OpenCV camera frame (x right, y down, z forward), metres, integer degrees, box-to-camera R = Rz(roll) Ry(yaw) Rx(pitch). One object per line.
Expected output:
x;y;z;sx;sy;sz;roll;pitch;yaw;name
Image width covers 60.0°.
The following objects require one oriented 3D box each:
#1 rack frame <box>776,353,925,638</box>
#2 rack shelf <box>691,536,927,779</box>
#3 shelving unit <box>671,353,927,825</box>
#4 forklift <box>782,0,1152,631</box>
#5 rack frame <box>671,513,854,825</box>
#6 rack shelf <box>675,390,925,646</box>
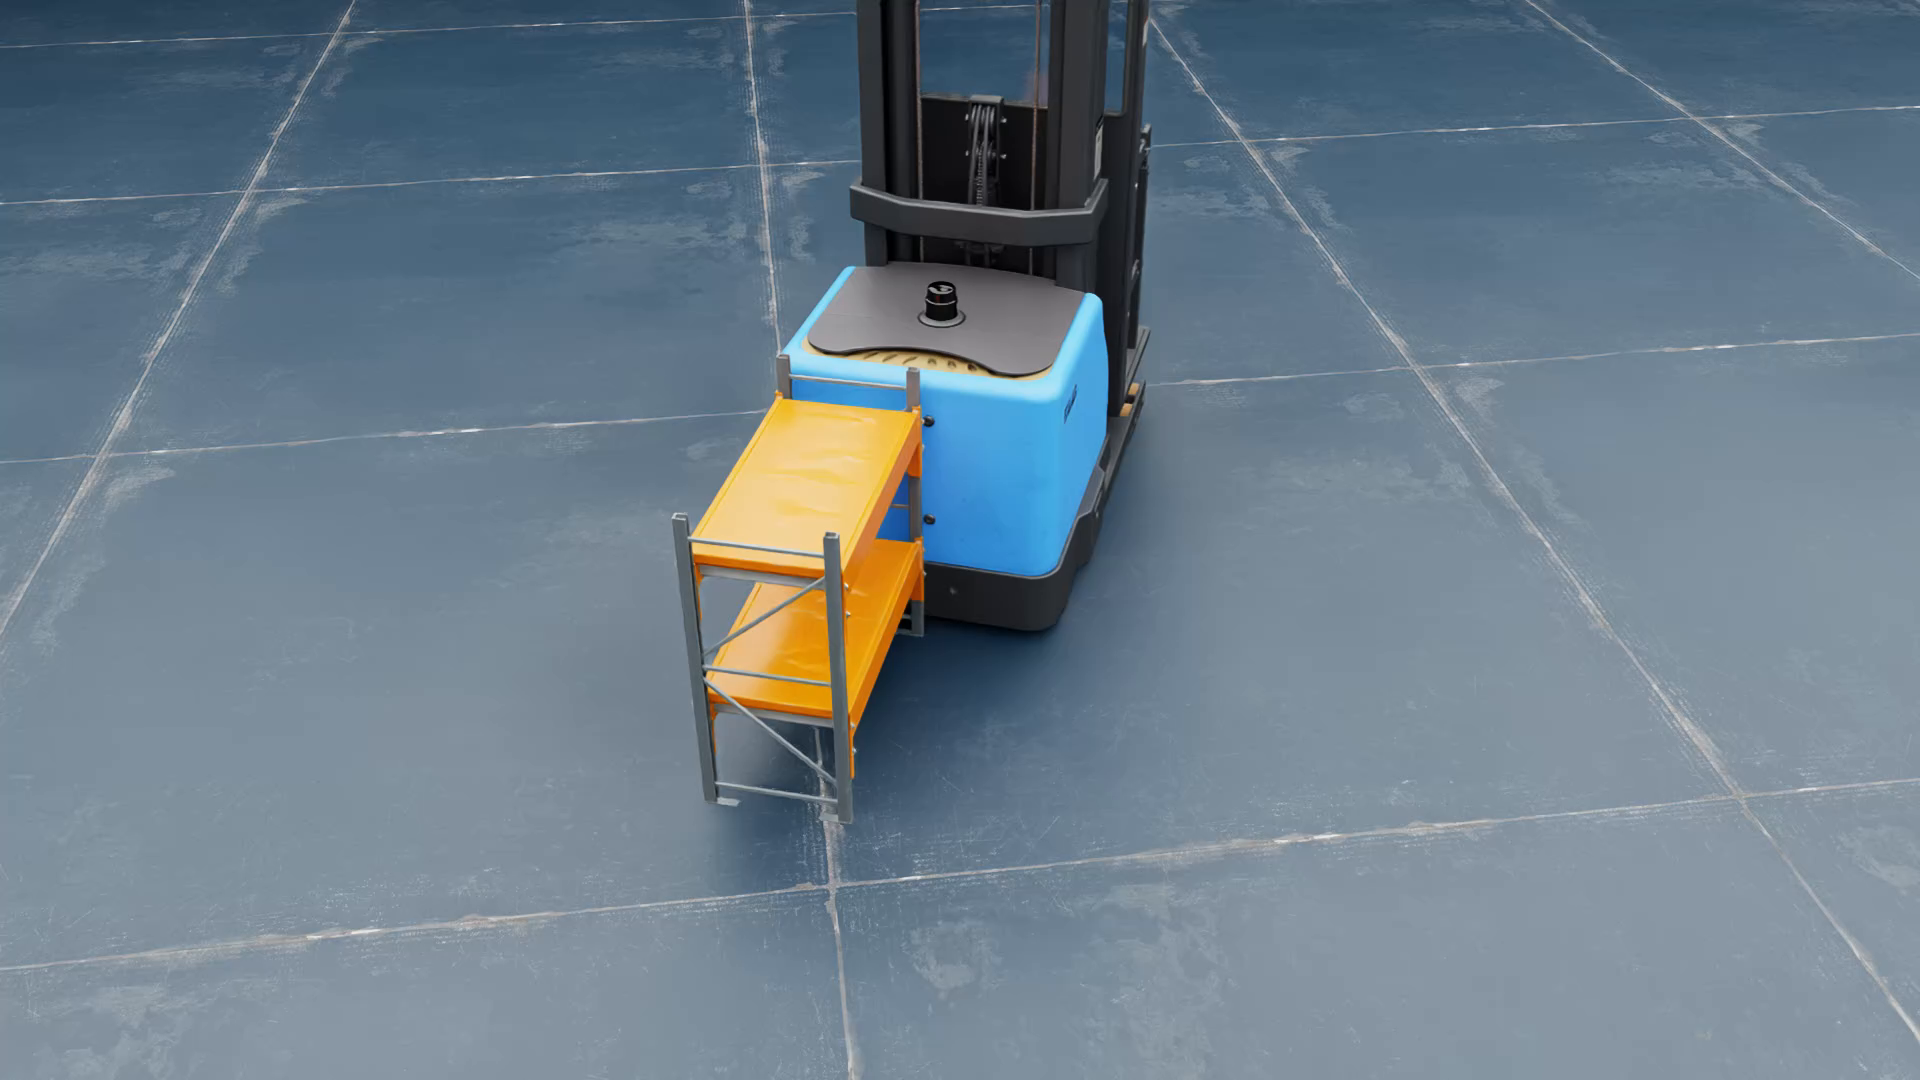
-0.381;-0.137;5.952;0.500;1.125;0.032;7;35;10;rack frame
-0.487;0.345;5.679;0.538;0.278;1.000;7;35;10;rack shelf
-0.487;0.143;5.542;0.538;1.125;1.048;7;35;10;shelving unit
0.218;-1.701;6.644;1.130;2.935;3.031;8;35;12;forklift
-0.594;0.423;5.131;0.500;1.125;0.032;7;35;10;rack frame
-0.487;-0.099;5.377;0.538;0.278;1.000;7;35;10;rack shelf
